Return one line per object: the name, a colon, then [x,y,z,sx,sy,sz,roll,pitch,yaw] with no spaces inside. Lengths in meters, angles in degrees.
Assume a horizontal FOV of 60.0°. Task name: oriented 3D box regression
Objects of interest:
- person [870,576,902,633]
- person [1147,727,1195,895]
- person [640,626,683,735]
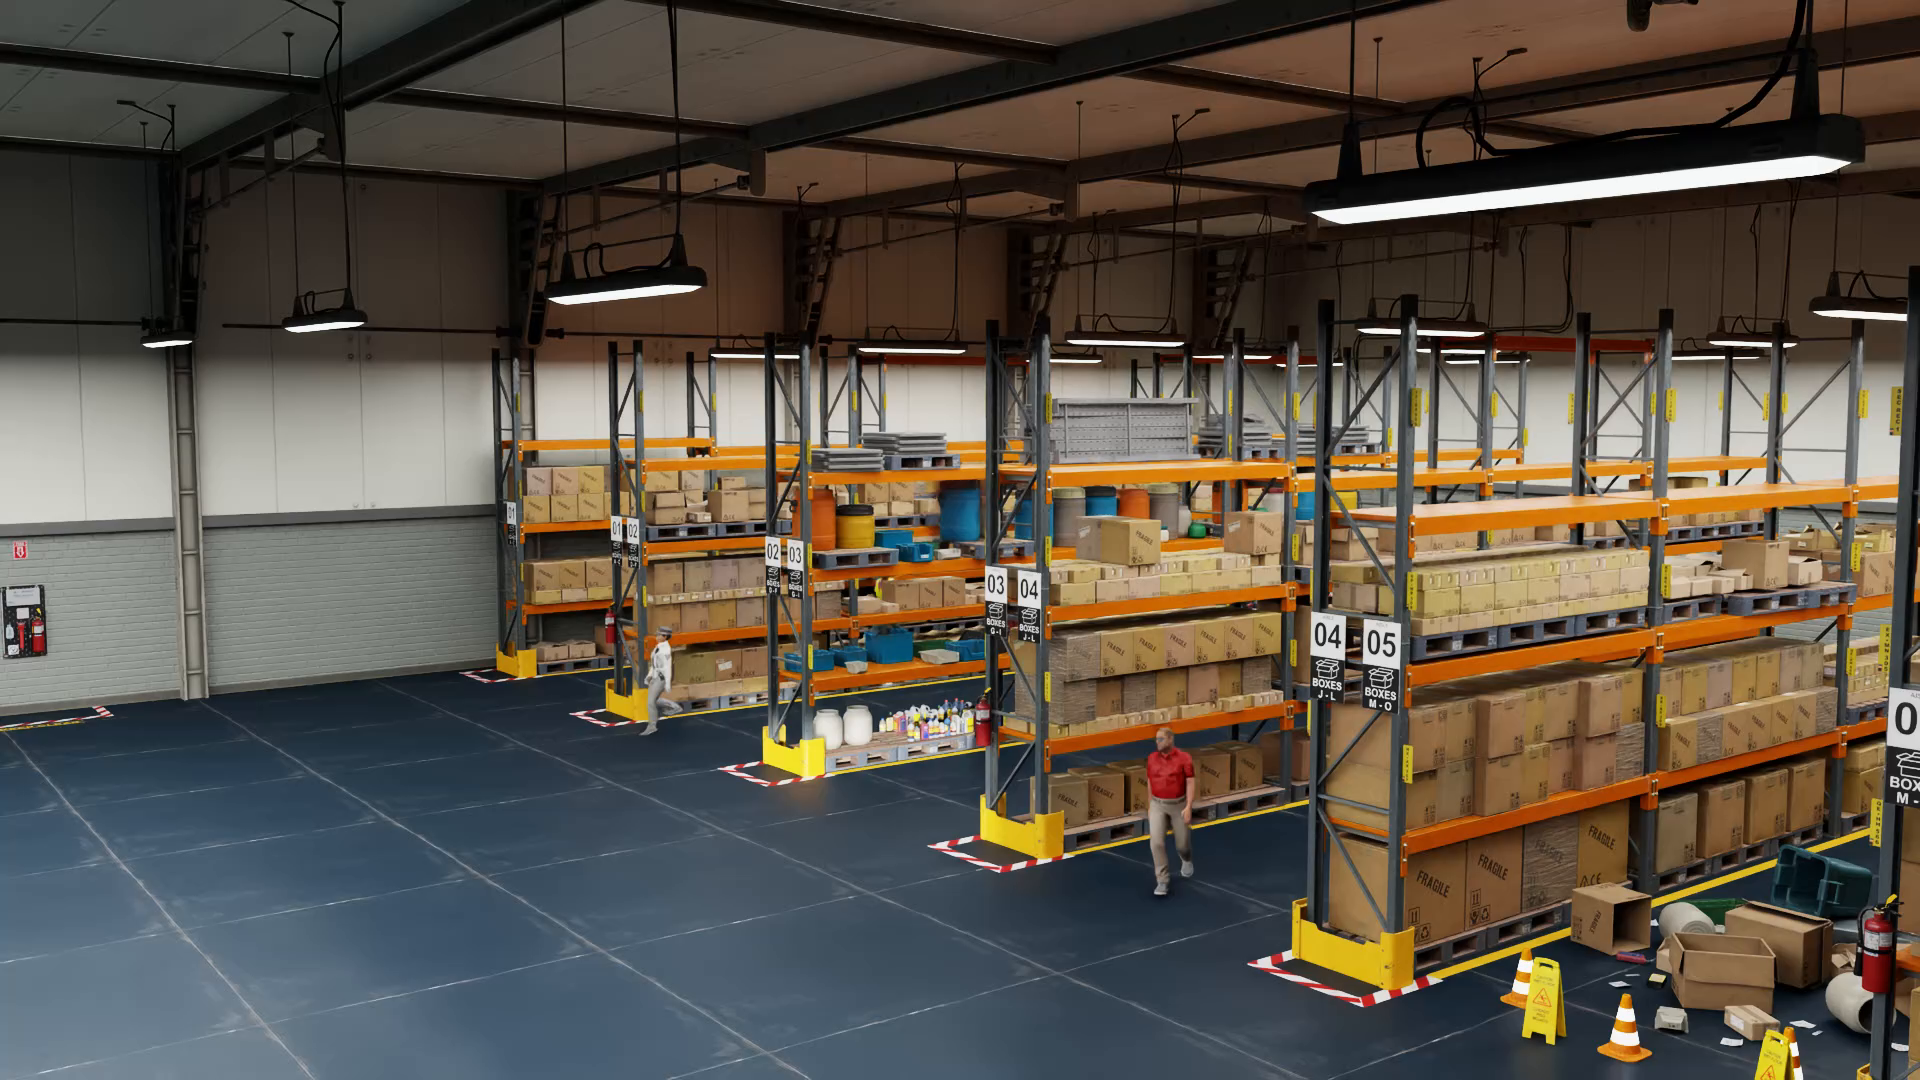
person: [-1.543,1.352,33.533,1.081,1.711,0.671,-4,6,-39]
person: [2.193,2.795,17.375,0.546,1.674,0.900,2,5,20]
person: [-4.551,2.141,25.320,0.673,1.693,0.561,-2,5,-21]
